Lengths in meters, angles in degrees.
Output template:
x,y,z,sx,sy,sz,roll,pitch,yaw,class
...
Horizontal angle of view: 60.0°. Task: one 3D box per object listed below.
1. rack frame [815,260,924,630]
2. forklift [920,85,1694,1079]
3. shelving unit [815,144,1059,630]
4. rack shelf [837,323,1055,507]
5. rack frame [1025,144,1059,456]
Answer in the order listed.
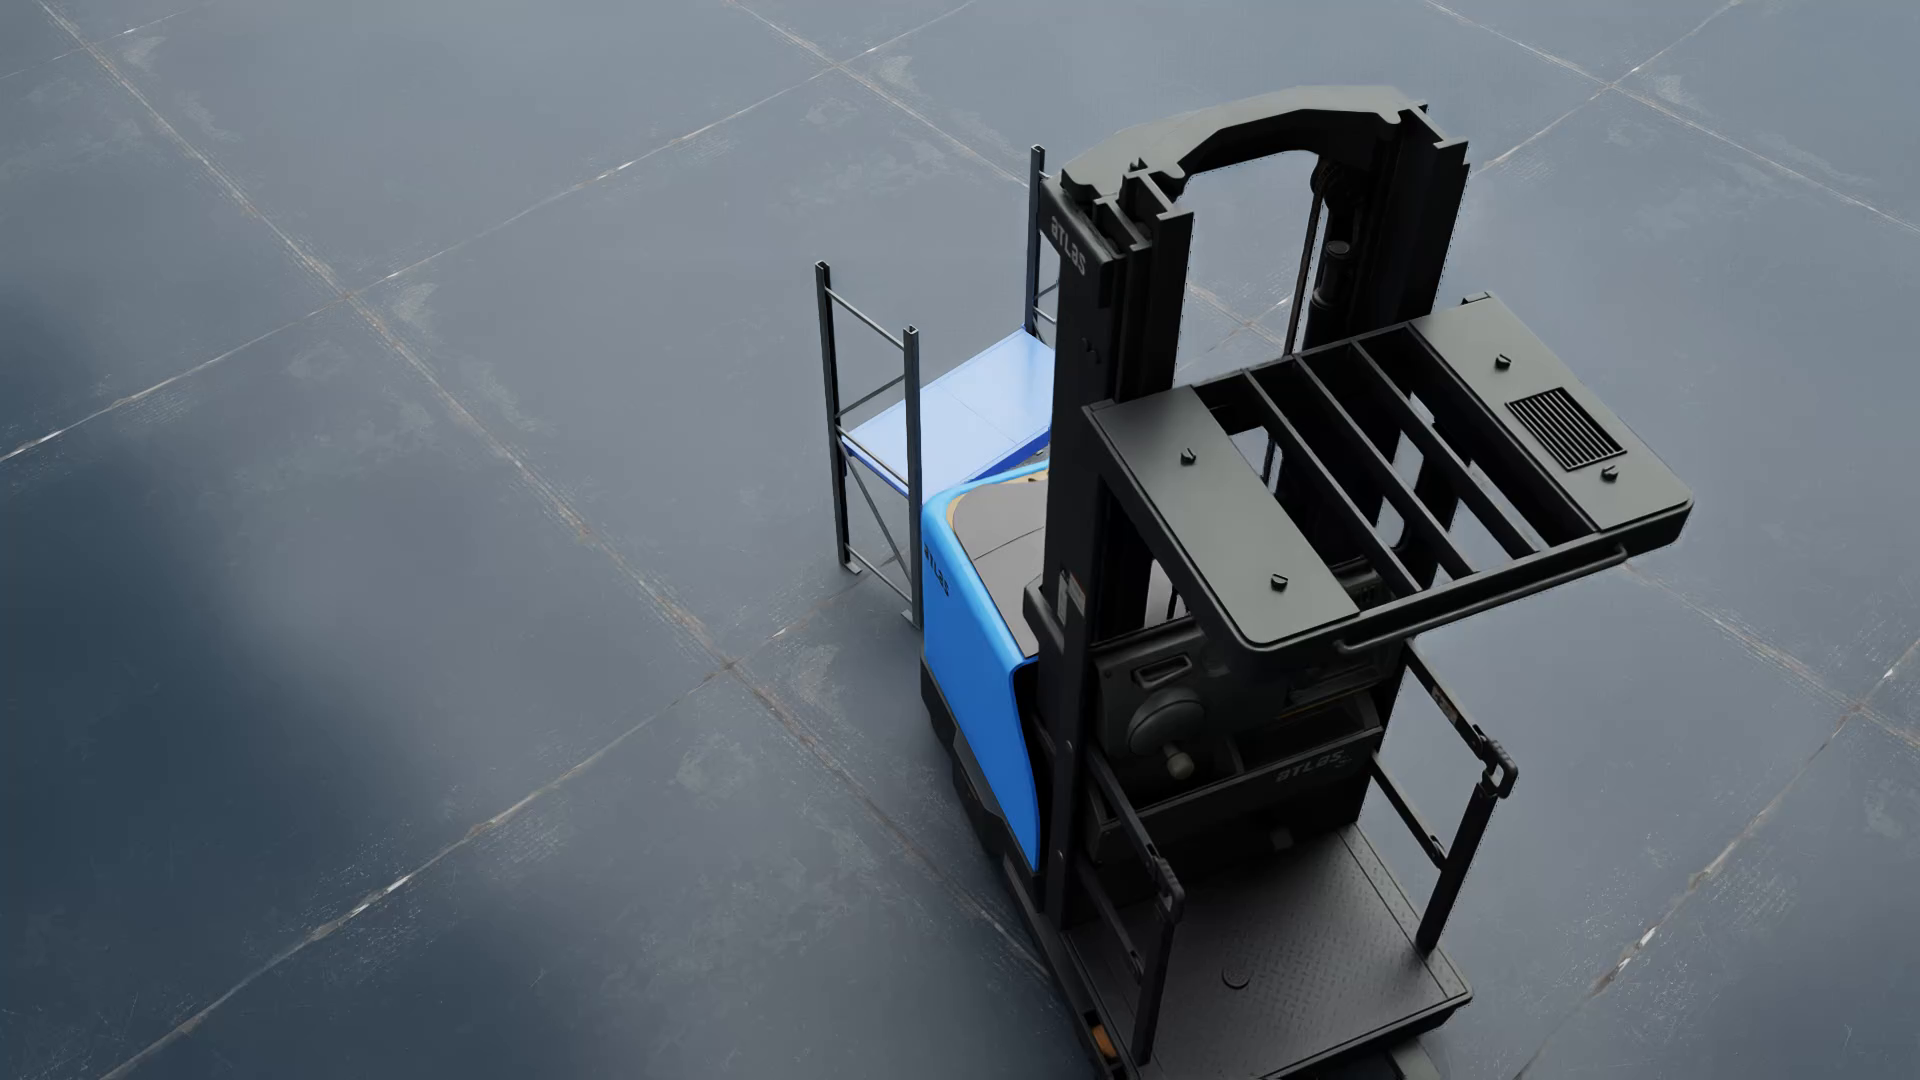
x,y,z,sx,sy,sz,roll,pitch,yaw,class
-0.313,-0.299,6.059,0.032,1.500,0.500,-34,56,-27,rack frame
0.885,0.457,4.387,1.130,2.935,3.031,-17,50,-15,forklift
0.063,-0.551,6.291,1.048,1.500,0.538,-34,56,-27,shelving unit
0.063,-0.429,6.423,1.000,0.185,0.538,-34,56,-27,rack shelf
0.439,-0.802,6.523,0.032,1.500,0.500,-34,56,-27,rack frame
